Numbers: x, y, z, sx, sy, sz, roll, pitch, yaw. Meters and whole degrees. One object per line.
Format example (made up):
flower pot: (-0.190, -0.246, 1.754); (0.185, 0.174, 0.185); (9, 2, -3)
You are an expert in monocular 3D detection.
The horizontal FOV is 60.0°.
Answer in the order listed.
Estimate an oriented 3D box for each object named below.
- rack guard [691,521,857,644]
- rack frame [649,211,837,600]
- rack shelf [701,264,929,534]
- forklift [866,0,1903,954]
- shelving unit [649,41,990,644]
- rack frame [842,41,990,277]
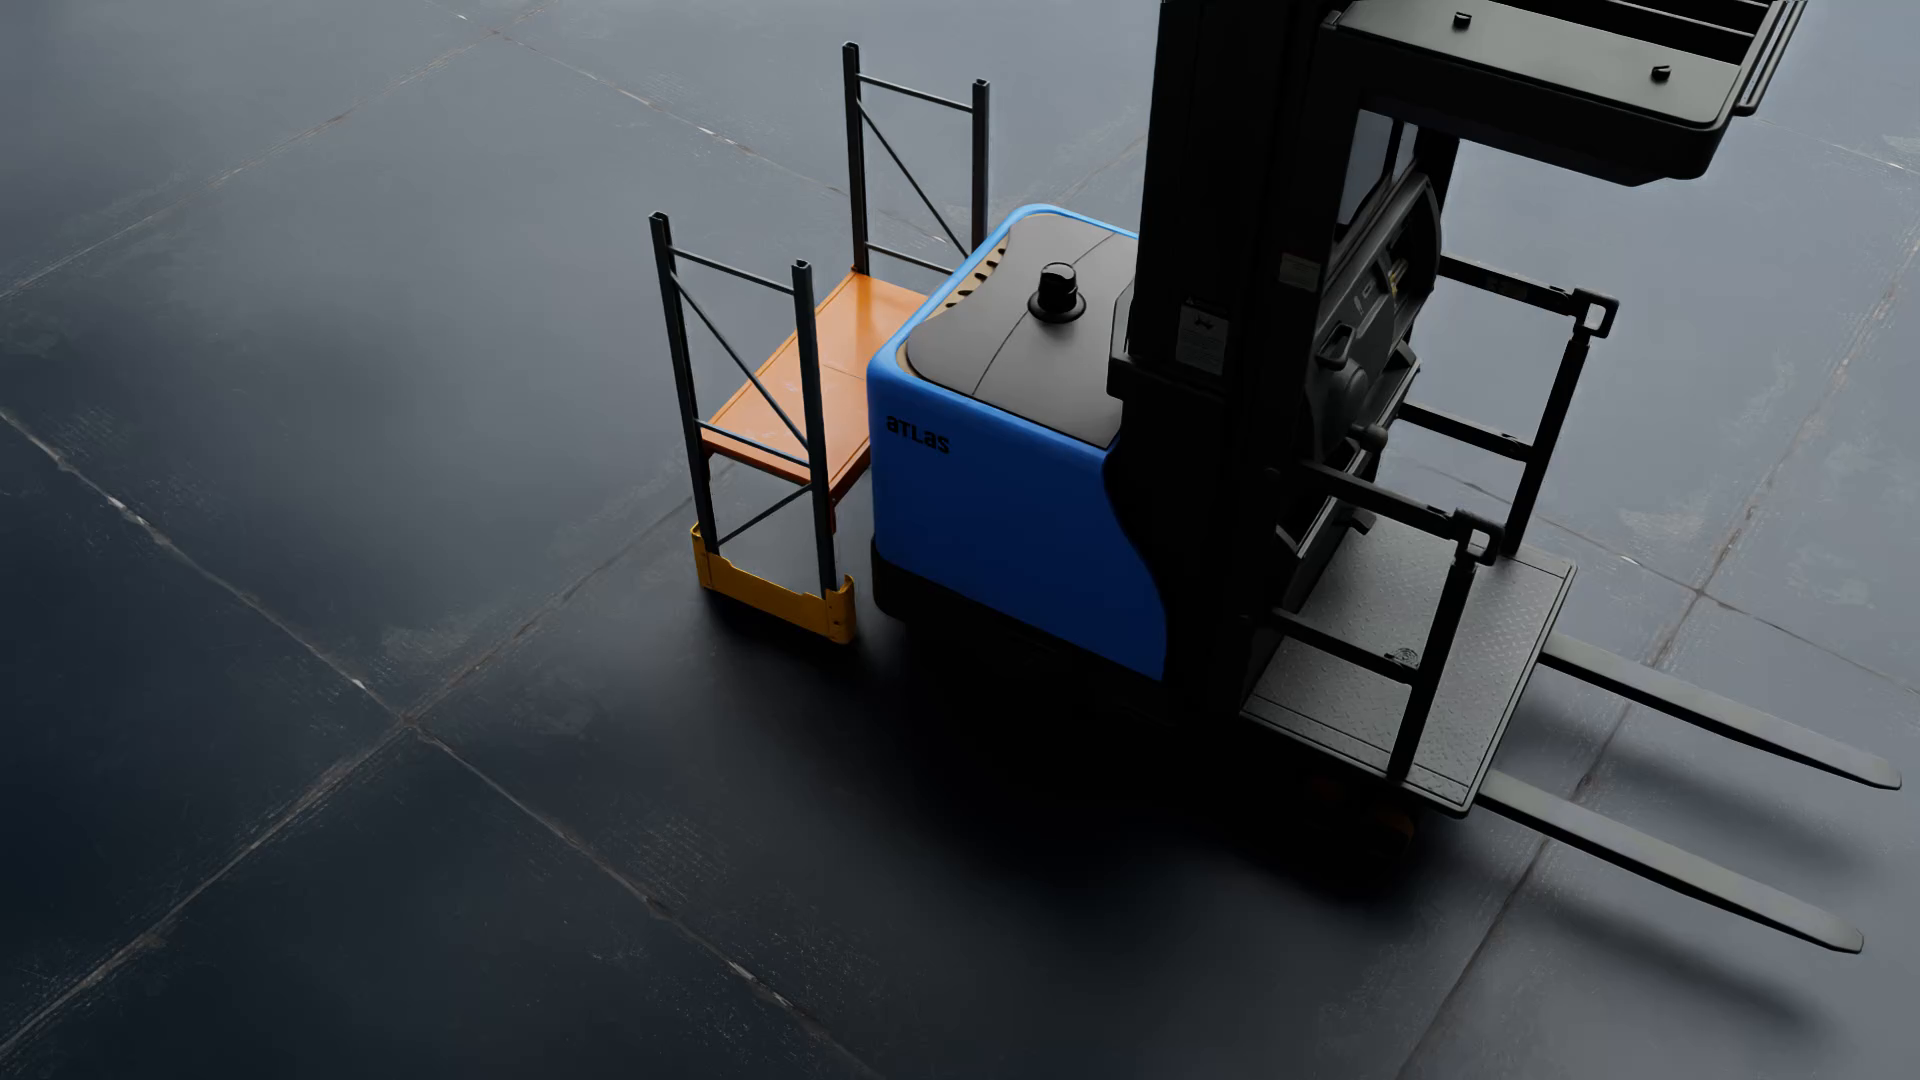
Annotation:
rack guard: (-0.609, 0.133, 5.450); (0.587, 0.250, 0.087); (21, 50, 19)
rack frame: (-0.619, -0.286, 4.986); (0.500, 1.500, 0.032); (21, 50, 19)
rack shelf: (-0.378, -0.486, 5.425); (0.538, 0.185, 1.000); (21, 50, 19)
forklift: (1.246, -0.528, 4.227); (3.031, 2.935, 1.130); (23, 51, 21)
shelving unit: (-0.374, -0.616, 5.301); (0.587, 1.500, 1.083); (21, 50, 19)
rack frame: (-0.138, -0.934, 5.605); (0.500, 1.500, 0.032); (21, 50, 19)
